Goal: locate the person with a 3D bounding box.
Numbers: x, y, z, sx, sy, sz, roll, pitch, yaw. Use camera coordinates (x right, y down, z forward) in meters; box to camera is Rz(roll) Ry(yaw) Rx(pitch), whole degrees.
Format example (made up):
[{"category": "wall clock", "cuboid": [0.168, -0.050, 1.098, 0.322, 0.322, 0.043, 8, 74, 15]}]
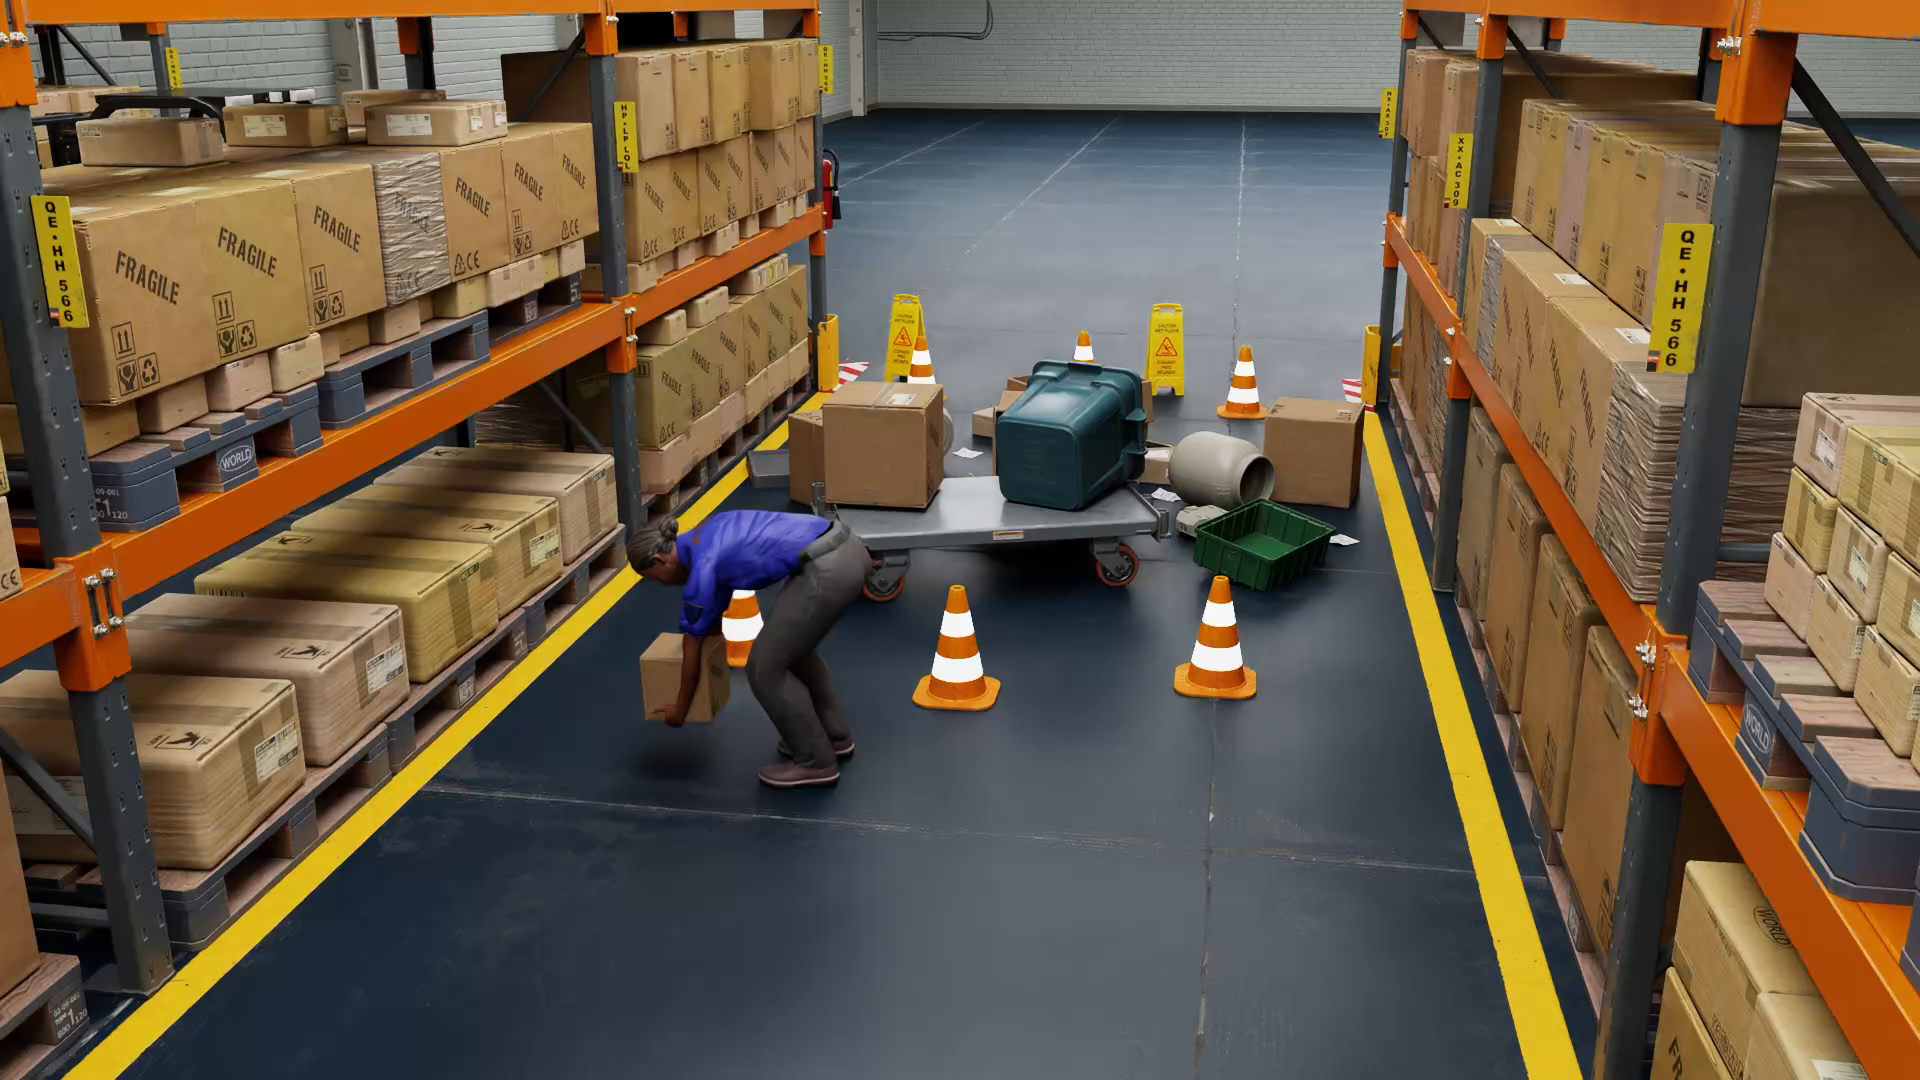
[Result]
[{"category": "person", "cuboid": [-0.760, 0.374, 6.029, 0.878, 0.971, 0.445, 2, 18, 6]}]
